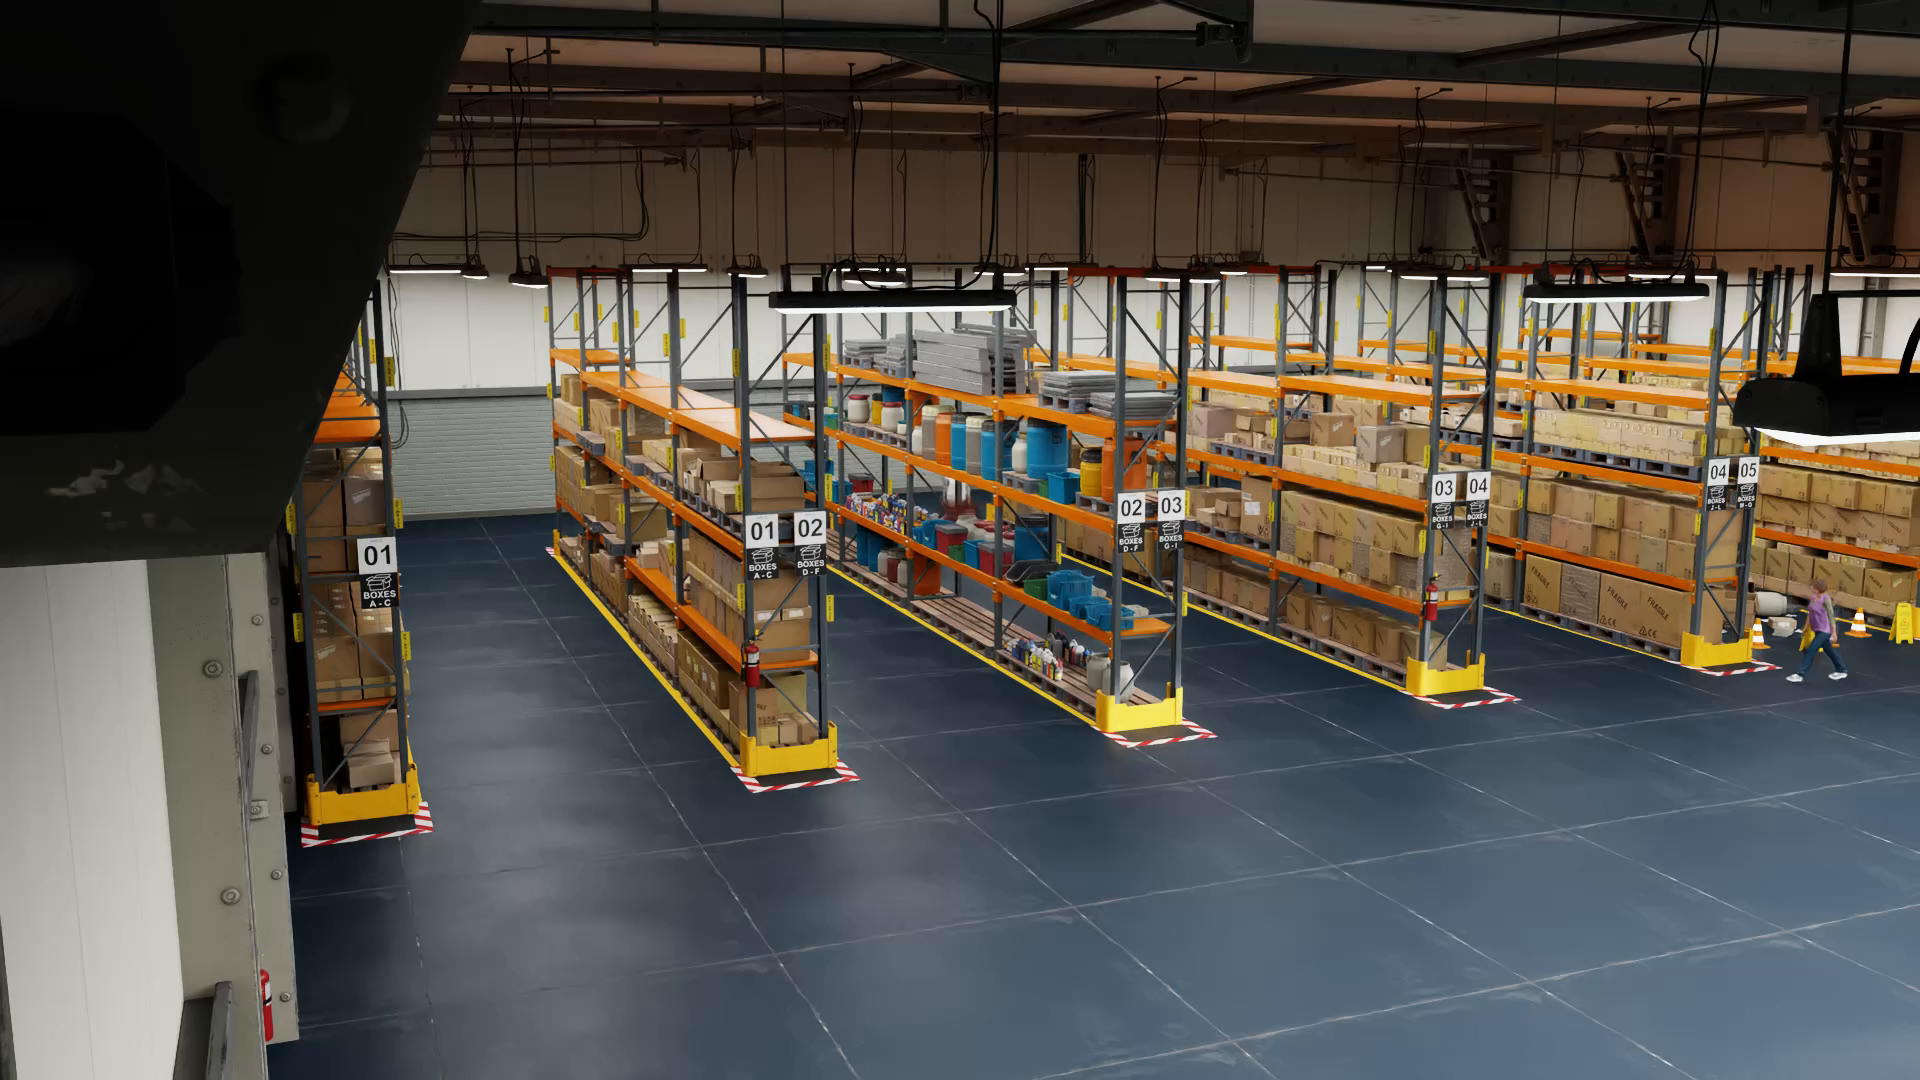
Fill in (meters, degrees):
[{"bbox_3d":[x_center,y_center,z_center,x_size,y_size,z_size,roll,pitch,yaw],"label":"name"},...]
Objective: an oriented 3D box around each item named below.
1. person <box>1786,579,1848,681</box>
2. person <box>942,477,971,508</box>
[{"bbox_3d":[12.678,1.322,24.527,0.975,1.527,0.457,0,10,-2],"label":"person"},{"bbox_3d":[-0.052,-0.893,36.725,0.574,1.716,1.074,-4,11,-21],"label":"person"}]
